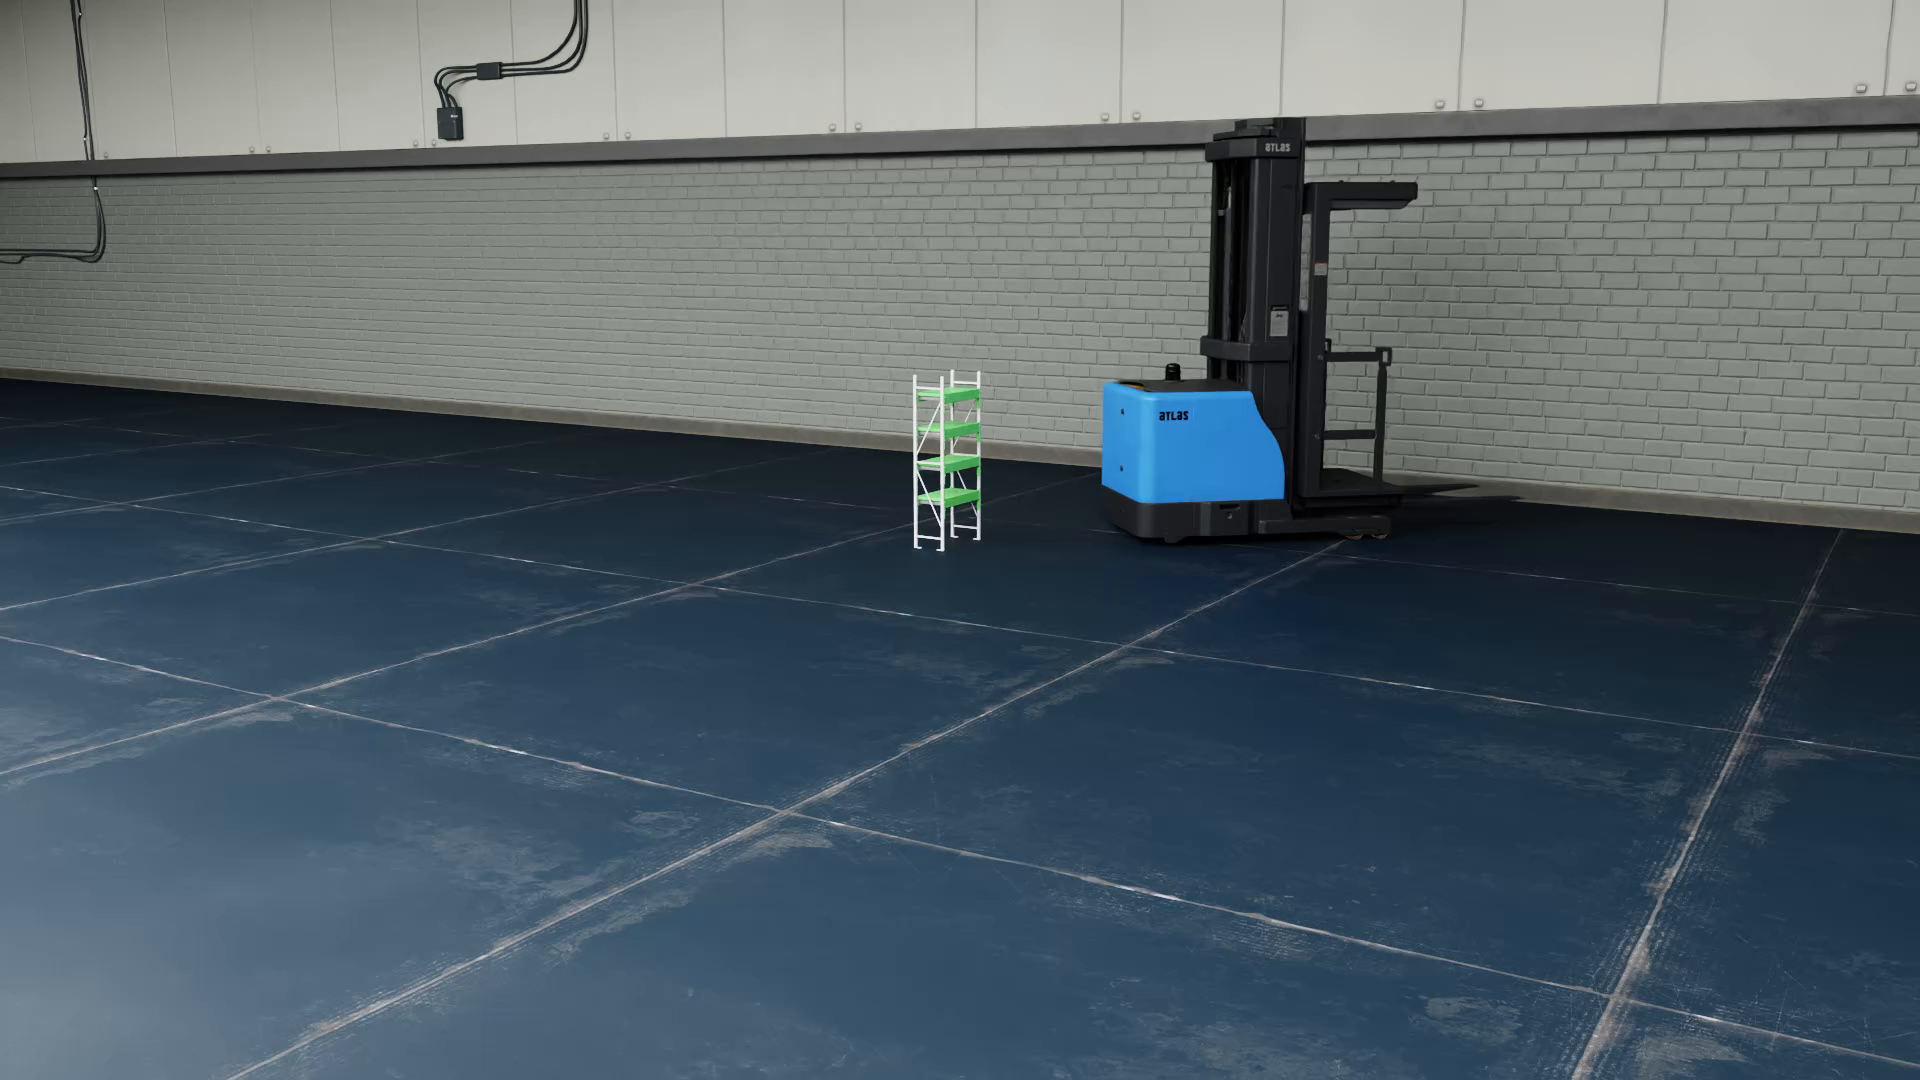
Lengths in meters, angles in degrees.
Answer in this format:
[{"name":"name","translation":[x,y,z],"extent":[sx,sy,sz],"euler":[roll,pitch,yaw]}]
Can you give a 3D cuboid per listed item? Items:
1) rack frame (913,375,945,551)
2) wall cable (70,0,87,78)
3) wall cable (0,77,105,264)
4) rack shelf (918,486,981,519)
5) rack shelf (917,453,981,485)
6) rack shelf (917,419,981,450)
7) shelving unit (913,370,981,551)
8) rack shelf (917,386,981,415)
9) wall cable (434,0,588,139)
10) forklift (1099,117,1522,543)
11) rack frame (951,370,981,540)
[{"name":"rack frame","translation":[-0.213,-0.525,11.414],"extent":[0.240,1.200,0.015],"euler":[6,12,31]},{"name":"wall cable","translation":[-10.804,-7.403,21.669],"extent":[3.097,2.526,0.112],"euler":[6,12,31]},{"name":"wall cable","translation":[-13.116,-5.179,23.514],"extent":[3.097,2.526,0.112],"euler":[6,12,31]},{"name":"rack shelf","translation":[-0.086,-0.265,11.675],"extent":[0.258,0.148,0.480],"euler":[6,12,31]},{"name":"rack shelf","translation":[-0.086,-0.501,11.631],"extent":[0.258,0.148,0.480],"euler":[6,12,31]},{"name":"rack shelf","translation":[-0.086,-0.737,11.587],"extent":[0.258,0.148,0.480],"euler":[6,12,31]},{"name":"shelving unit","translation":[-0.086,-0.564,11.619],"extent":[0.258,1.200,0.503],"euler":[6,12,31]},{"name":"rack shelf","translation":[-0.086,-0.973,11.543],"extent":[0.258,0.148,0.480],"euler":[6,12,31]},{"name":"wall cable","translation":[-5.011,-7.467,18.057],"extent":[2.305,6.003,0.169],"euler":[6,12,31]},{"name":"forklift","translation":[2.616,-1.534,12.095],"extent":[3.031,2.935,1.130],"euler":[-2,11,-12]},{"name":"rack frame","translation":[0.041,-0.602,11.824],"extent":[0.240,1.200,0.015],"euler":[6,12,31]}]
